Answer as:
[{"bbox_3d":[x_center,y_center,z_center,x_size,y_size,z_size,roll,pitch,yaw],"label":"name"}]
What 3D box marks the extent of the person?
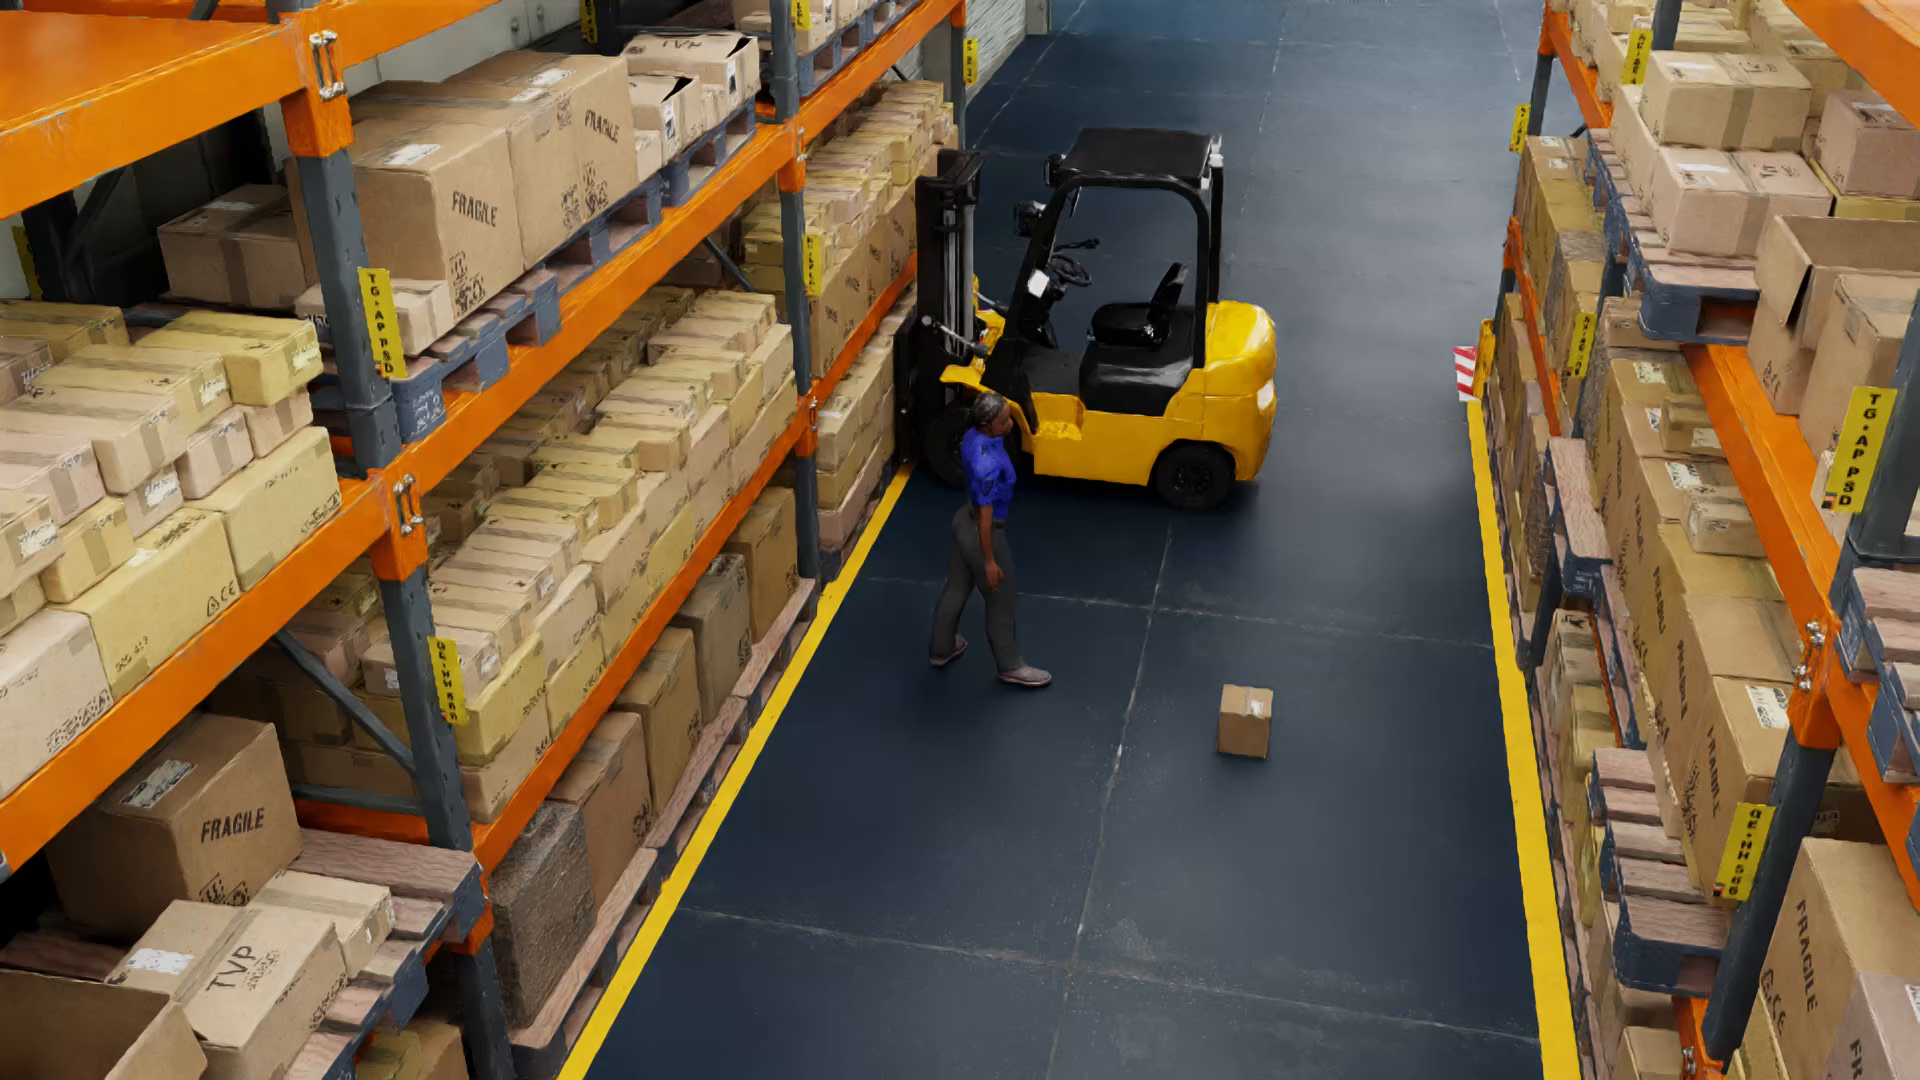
[{"bbox_3d":[0.155,-0.013,8.618,0.611,1.643,0.600,-5,29,-10],"label":"person"}]
